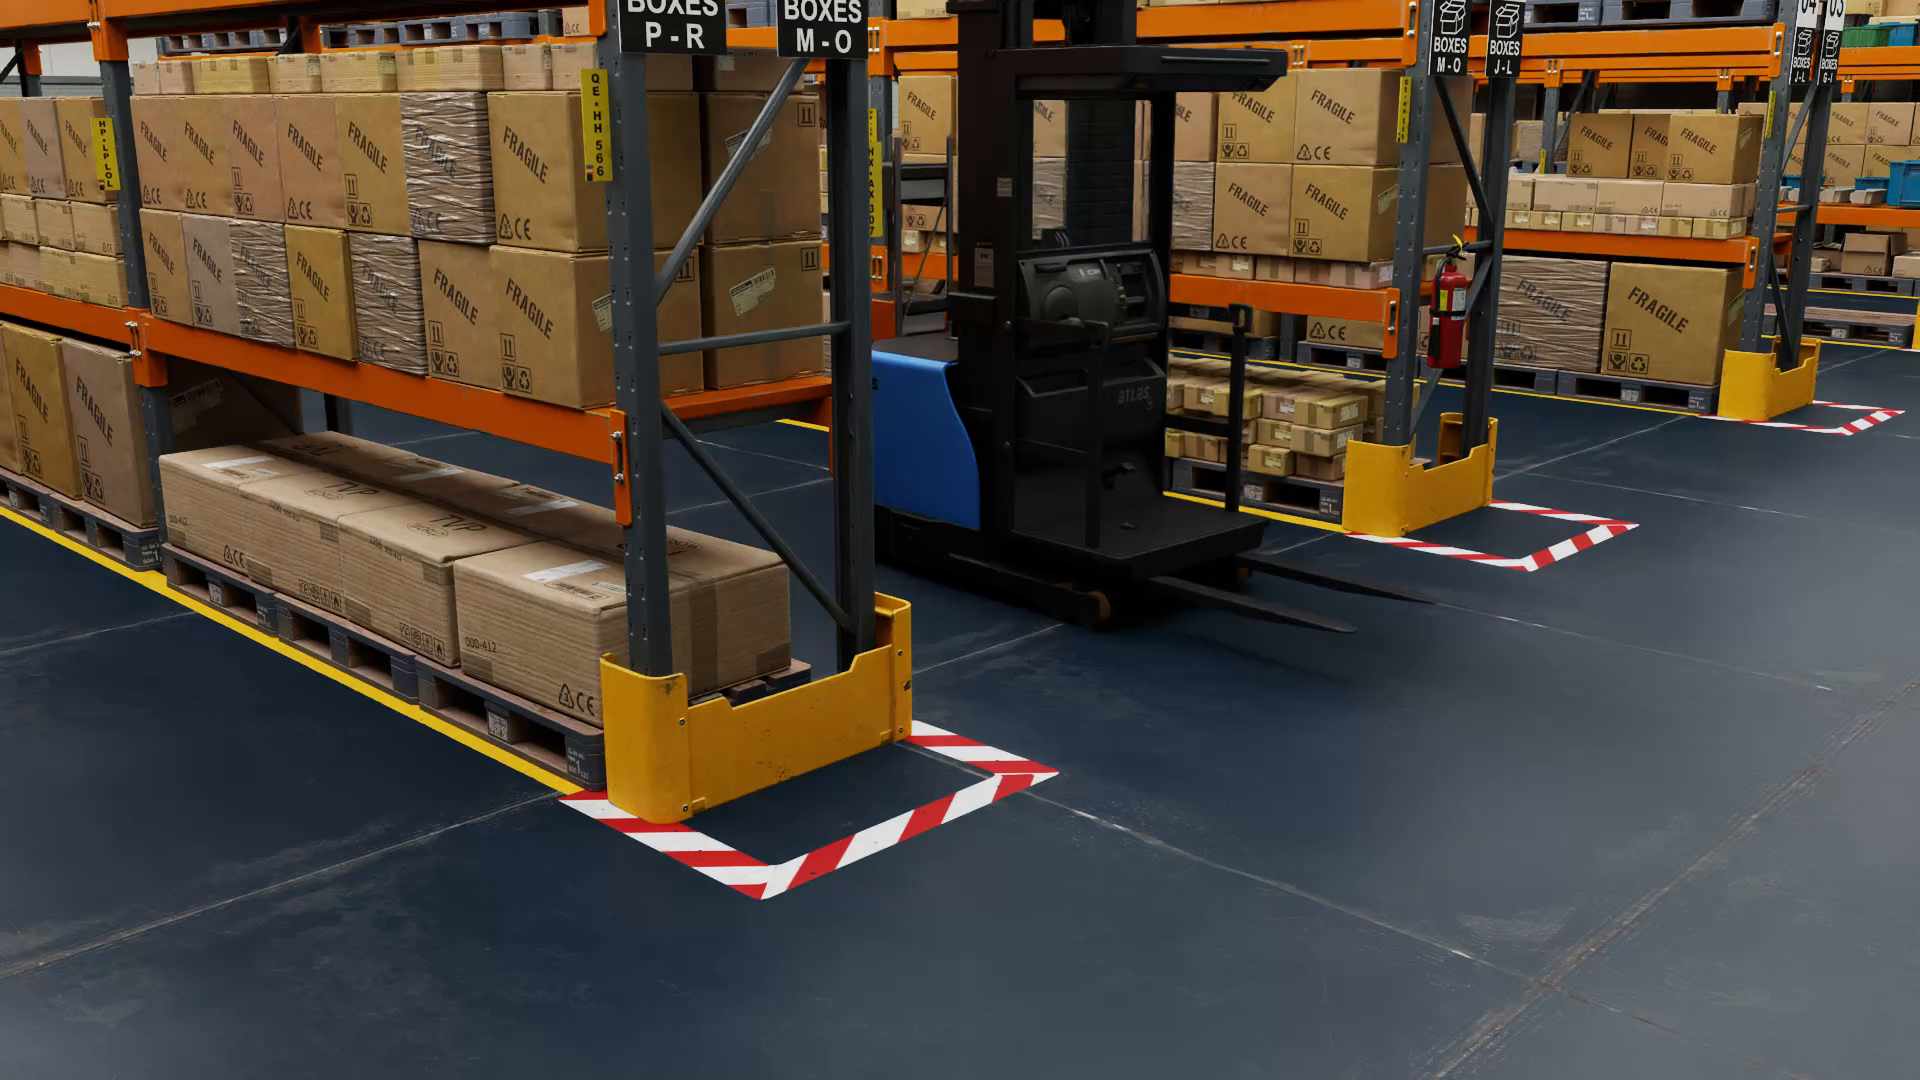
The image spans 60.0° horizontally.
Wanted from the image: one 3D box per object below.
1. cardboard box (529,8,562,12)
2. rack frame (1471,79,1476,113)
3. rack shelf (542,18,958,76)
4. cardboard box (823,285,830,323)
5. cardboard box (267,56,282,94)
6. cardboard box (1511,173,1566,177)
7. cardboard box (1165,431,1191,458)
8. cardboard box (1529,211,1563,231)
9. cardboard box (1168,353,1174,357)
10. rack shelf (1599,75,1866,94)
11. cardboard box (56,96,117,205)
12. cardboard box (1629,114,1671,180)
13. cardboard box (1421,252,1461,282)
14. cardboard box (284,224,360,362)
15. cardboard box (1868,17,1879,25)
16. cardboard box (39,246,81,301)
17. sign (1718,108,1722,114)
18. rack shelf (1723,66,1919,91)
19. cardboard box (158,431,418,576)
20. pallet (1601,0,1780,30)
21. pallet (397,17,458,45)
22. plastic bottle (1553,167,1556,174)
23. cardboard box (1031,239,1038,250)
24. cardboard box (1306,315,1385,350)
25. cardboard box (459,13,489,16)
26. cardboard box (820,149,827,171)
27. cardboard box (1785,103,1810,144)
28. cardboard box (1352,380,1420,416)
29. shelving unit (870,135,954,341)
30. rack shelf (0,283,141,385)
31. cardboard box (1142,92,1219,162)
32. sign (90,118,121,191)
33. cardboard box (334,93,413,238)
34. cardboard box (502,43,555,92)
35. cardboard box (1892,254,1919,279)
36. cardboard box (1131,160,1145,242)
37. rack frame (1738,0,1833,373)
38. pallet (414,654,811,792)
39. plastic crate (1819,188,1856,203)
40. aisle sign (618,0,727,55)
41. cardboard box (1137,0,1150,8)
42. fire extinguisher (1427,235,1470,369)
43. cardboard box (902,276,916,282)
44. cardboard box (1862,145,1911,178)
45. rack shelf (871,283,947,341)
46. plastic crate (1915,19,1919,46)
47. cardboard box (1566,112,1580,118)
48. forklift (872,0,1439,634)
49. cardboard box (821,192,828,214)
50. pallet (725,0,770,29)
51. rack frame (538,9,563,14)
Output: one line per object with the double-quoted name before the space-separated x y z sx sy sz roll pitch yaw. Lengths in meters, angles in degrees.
"cardboard box" -3.463 -4.804 14.619 0.500 0.311 0.500 14 20 42
"rack frame" 7.300 -5.658 24.697 0.127 3.000 1.000 14 20 42
"rack shelf" -1.655 -3.731 12.781 4.000 0.370 1.077 14 20 42
"cardboard box" -0.926 -1.719 12.217 0.500 0.250 0.500 13 19 41
"cardboard box" -2.576 -1.891 6.773 0.250 0.149 0.380 14 20 42
"cardboard box" 4.905 -2.933 13.949 0.500 0.250 0.500 13 20 41
"cardboard box" 1.341 -0.618 10.177 0.250 0.149 0.380 13 19 40
"cardboard box" 4.772 -2.565 13.326 0.250 0.149 0.380 14 20 42
"cardboard box" 1.212 -1.159 11.074 0.250 0.149 0.380 13 19 40
"rack shelf" 12.175 -7.311 26.520 4.000 0.370 1.077 14 20 42
"cardboard box" -4.074 -1.926 8.195 0.500 0.500 0.500 -14 20 -42
"cardboard box" 5.662 -3.115 13.159 0.500 0.500 0.500 13 19 41
"cardboard box" 2.659 -1.572 9.516 0.250 0.149 0.380 13 20 42
"cardboard box" -2.338 -1.013 6.673 0.500 0.500 0.500 -14 20 -43
"cardboard box" 11.070 -6.272 20.410 0.500 0.250 0.500 14 20 42
"cardboard box" -4.442 -1.411 8.696 0.500 0.250 0.500 13 20 41
"sign" 9.797 -5.417 21.476 0.005 0.325 0.100 14 20 42
"rack shelf" 11.619 -5.711 20.380 4.000 0.370 1.077 14 20 42
"cardboard box" -3.200 -0.196 7.983 0.875 0.438 0.875 13 20 41
"pallet" 5.639 -3.997 12.550 1.213 0.211 1.003 14 20 42
"pallet" -4.402 -4.636 15.202 1.003 0.211 1.213 -13 20 -42
"plastic bottle" 6.771 -4.145 19.121 0.133 0.283 0.061 14 20 42
"cardboard box" 0.556 -1.874 10.673 0.380 0.149 0.250 -14 20 -43
"cardboard box" 3.720 -2.205 14.828 0.875 0.875 0.875 14 20 42
"cardboard box" -4.540 -4.983 14.928 0.500 0.500 0.500 14 20 42
"cardboard box" -0.833 -2.729 11.942 0.250 0.149 0.380 13 19 41
"cardboard box" 10.695 -5.266 21.013 0.500 0.500 0.500 13 19 40
"cardboard box" 2.523 -0.843 9.858 0.250 0.149 0.380 13 19 40
"shelving unit" -0.353 -1.118 9.059 0.431 2.100 0.503 -13 20 -41
"rack shelf" -5.018 -1.364 9.643 4.000 0.370 1.077 14 20 42
"cardboard box" 1.417 -2.467 9.680 0.500 0.500 0.500 -13 20 -41
"sign" -3.947 -1.783 7.688 0.005 0.325 0.100 14 20 42
"cardboard box" -1.961 -1.408 6.206 0.500 0.500 0.500 14 20 42
"cardboard box" -1.295 -1.574 5.557 0.380 0.149 0.250 -14 20 -43
"cardboard box" 11.833 -3.362 20.468 0.500 0.250 0.500 14 20 42
"cardboard box" 1.072 -2.069 10.136 0.500 0.500 0.500 -13 20 -41
"rack frame" 6.180 -2.460 12.426 0.127 3.000 1.000 14 20 42
"pallet" -1.328 0.562 6.356 1.213 0.211 1.003 14 20 42
"plastic crate" 8.707 -3.424 16.528 0.243 0.136 0.396 14 20 42
"aisle sign" -0.862 -1.851 4.930 0.004 0.787 0.394 14 20 42
"cardboard box" 1.037 -3.255 9.824 0.500 0.250 0.500 -13 20 -42
"fire extinguisher" 2.526 -1.232 8.604 0.183 0.674 0.296 14 20 42
"cardboard box" -0.483 -3.072 18.859 0.500 0.500 0.700 12 19 38
"cardboard box" 11.454 -4.602 20.446 0.500 0.500 0.500 13 20 41
"rack shelf" -0.353 -1.105 9.062 0.431 0.518 0.480 -13 20 -41
"plastic crate" 9.534 -4.866 15.967 0.590 0.269 0.497 14 20 42
"cardboard box" 10.466 -7.188 28.212 0.250 0.149 0.380 11 18 35
"forklift" 0.768 -1.171 7.611 1.130 2.935 3.031 -13 20 -41
"cardboard box" -0.826 -2.438 12.007 0.250 0.149 0.380 14 20 43
"pallet" -1.334 -3.947 12.554 1.003 0.211 1.213 14 20 42
"rack frame" -3.094 -5.881 13.655 0.127 3.000 1.000 14 20 42
